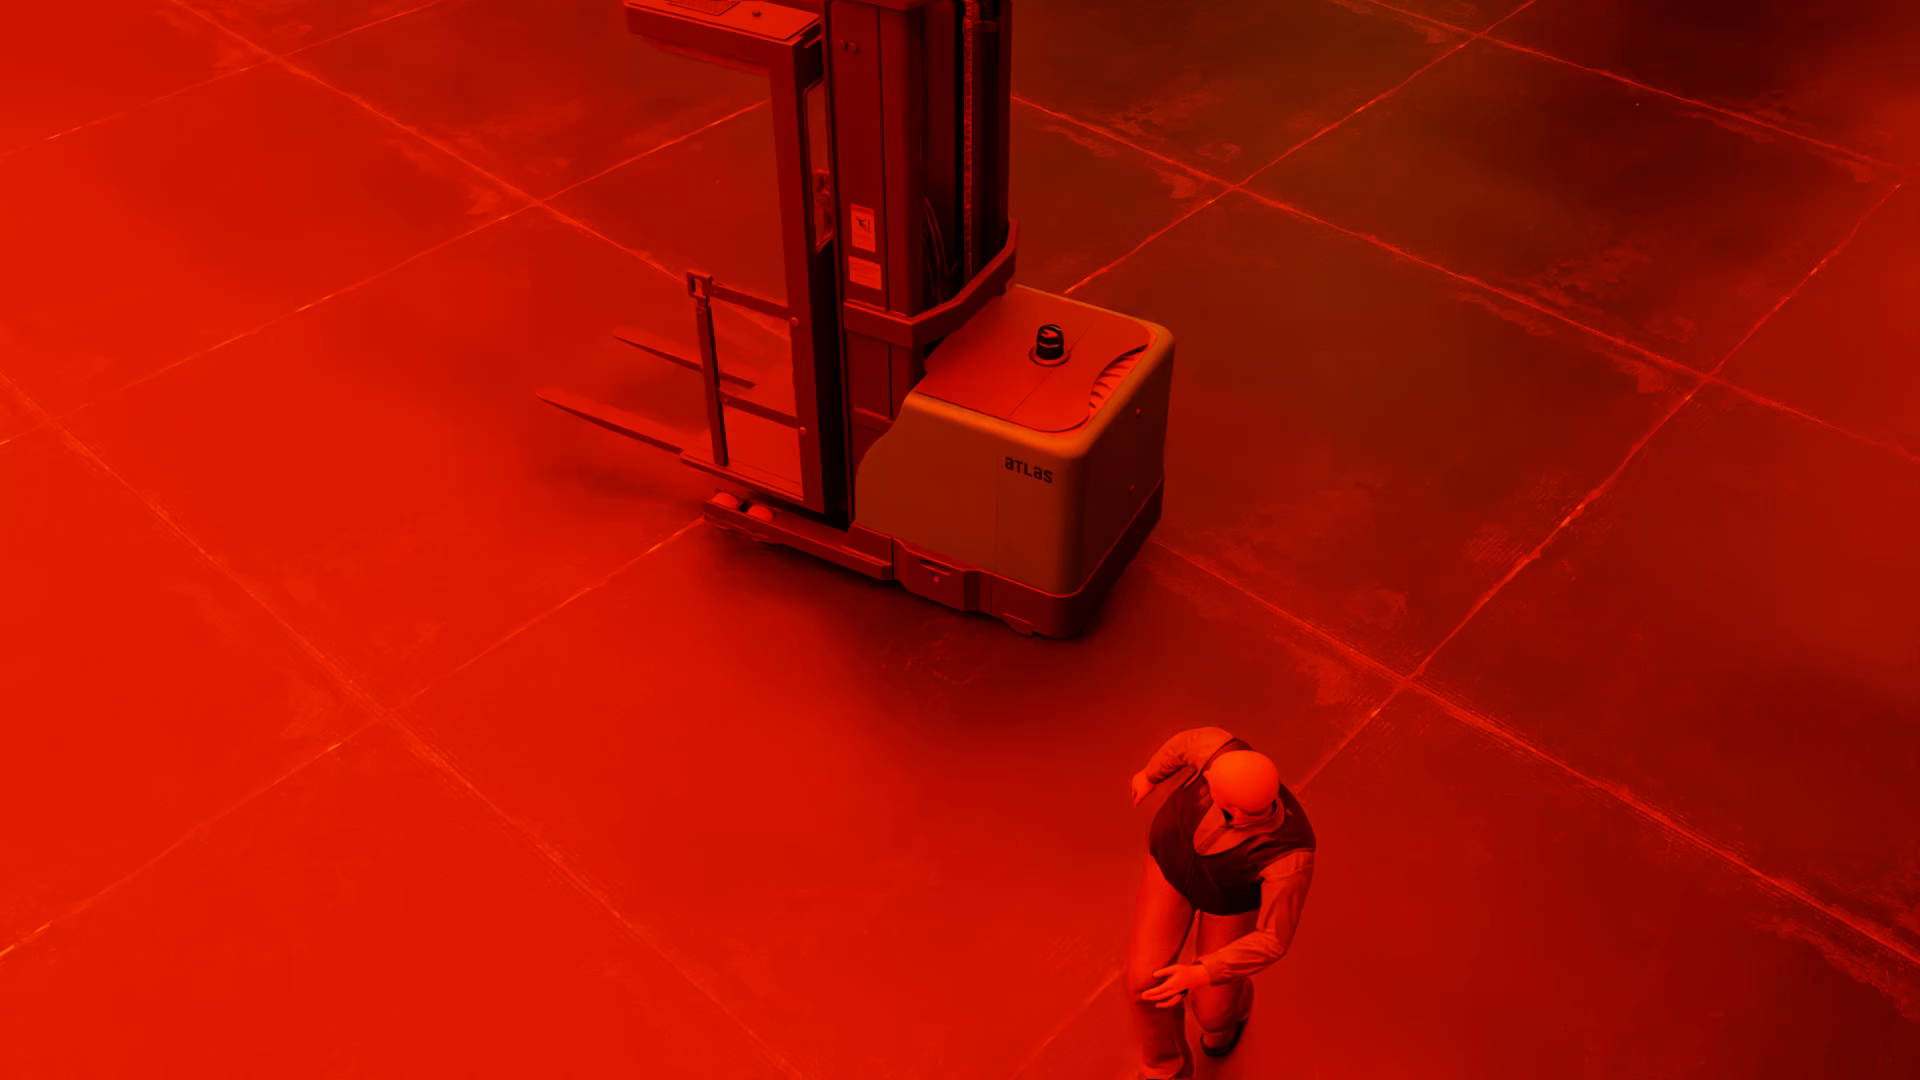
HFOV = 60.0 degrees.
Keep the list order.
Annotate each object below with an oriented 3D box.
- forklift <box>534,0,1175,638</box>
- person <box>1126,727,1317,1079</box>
[{"bbox_3d":[-0.609,-1.386,7.043,3.031,2.935,1.130,20,44,21],"label":"forklift"},{"bbox_3d":[0.692,1.145,5.173,0.745,1.555,0.759,25,46,26],"label":"person"}]
